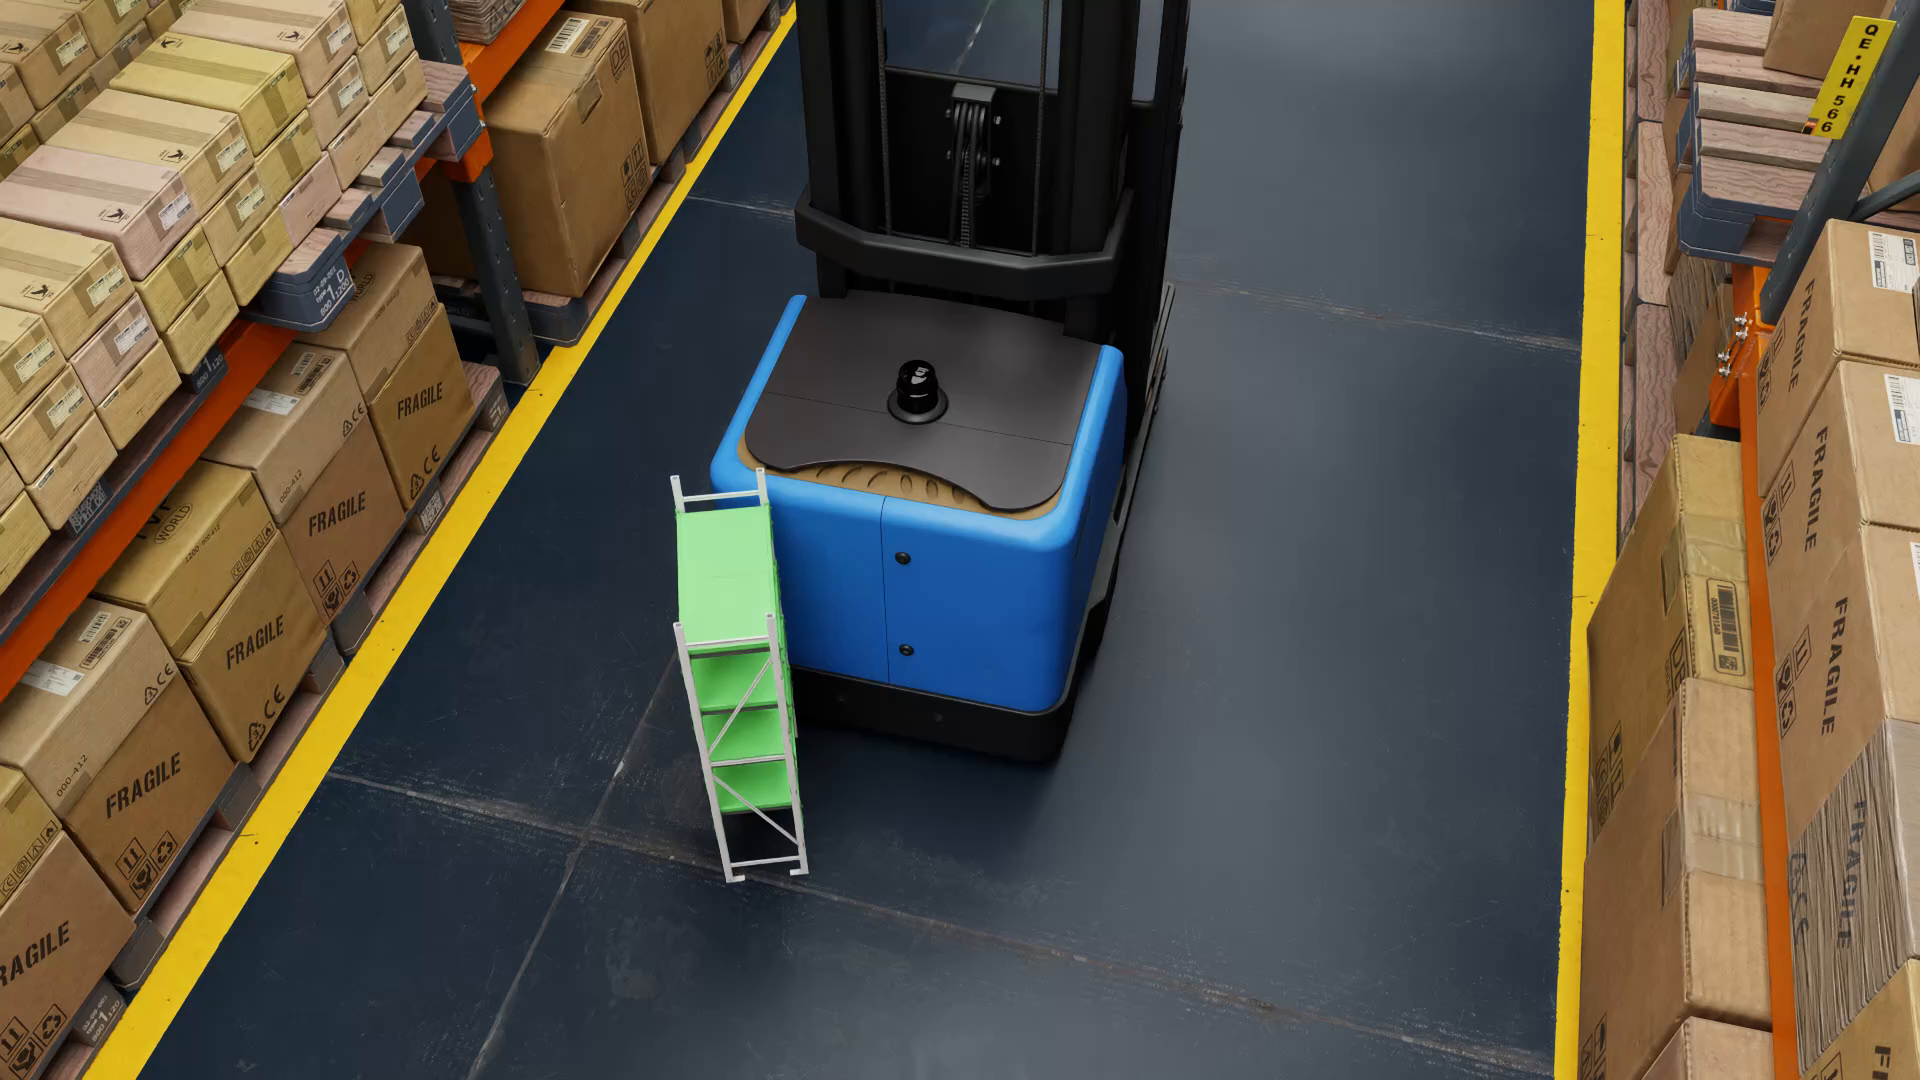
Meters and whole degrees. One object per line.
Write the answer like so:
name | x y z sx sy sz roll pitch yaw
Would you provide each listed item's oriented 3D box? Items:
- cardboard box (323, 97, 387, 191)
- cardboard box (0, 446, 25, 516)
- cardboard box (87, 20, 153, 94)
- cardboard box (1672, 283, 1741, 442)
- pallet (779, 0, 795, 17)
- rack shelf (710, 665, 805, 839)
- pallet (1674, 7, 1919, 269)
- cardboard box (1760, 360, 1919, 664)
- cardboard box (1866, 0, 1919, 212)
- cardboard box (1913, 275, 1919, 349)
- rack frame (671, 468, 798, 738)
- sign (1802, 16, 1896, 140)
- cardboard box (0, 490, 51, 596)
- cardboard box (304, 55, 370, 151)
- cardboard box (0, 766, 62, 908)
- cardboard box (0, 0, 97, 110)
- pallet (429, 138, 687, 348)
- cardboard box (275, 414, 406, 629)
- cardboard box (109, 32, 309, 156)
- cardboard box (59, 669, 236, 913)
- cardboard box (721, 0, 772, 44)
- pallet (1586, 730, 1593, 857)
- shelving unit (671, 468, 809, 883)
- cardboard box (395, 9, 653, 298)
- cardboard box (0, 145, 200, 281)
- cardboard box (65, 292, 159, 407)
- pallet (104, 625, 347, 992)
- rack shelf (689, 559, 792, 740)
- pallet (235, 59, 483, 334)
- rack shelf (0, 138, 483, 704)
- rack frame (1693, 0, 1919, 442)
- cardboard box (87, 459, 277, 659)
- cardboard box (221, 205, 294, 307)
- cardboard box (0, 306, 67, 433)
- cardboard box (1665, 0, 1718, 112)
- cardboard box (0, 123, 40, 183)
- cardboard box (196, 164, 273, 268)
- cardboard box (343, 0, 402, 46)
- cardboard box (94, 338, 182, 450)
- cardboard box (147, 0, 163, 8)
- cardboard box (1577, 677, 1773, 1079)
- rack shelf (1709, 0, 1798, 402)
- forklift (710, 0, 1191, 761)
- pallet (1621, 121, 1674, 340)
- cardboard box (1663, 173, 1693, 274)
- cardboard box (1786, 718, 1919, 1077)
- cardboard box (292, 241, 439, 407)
cardboard box | -1.843 -1.134 4.637 0.380 0.149 0.250 11 50 10
cardboard box | -2.255 -0.110 3.535 0.380 0.149 0.250 11 49 9
cardboard box | -2.480 -1.352 4.632 0.380 0.149 0.250 14 50 12
cardboard box | 2.826 -0.460 5.529 0.700 0.500 0.500 9 49 8
pallet | -1.167 -3.102 8.347 1.003 0.211 1.213 12 50 10
rack shelf | -0.596 0.609 4.818 0.258 0.148 0.480 -6 49 -5
pallet | 2.754 -1.126 4.871 1.213 0.211 1.003 12 50 10
cardboard box | 2.145 -0.014 3.695 0.500 0.500 0.500 10 49 9
cardboard box | 2.772 -1.223 4.482 0.500 0.500 0.500 6 49 5
cardboard box | 2.461 -0.492 3.448 0.797 0.503 0.637 13 50 11
rack frame | -0.627 0.226 4.750 0.240 1.200 0.015 -6 49 -5
sign | 2.143 -1.110 4.009 0.100 0.325 0.005 12 50 10
cardboard box | -2.257 -0.007 3.643 0.380 0.149 0.250 11 49 9
cardboard box | -1.849 -1.218 4.514 0.380 0.149 0.250 13 50 11
cardboard box | -2.555 0.761 3.965 0.500 0.250 0.500 13 50 11
cardboard box | -2.535 -1.290 4.378 0.380 0.149 0.250 11 50 10
pallet | -1.809 -1.337 6.789 1.003 0.211 1.213 12 50 10
cardboard box | -2.151 -0.114 5.237 0.500 0.500 0.500 13 50 12
cardboard box | -1.914 -1.142 4.248 0.380 0.149 0.250 13 50 11
cardboard box | -2.430 0.630 4.580 0.500 0.500 0.500 12 50 11
cardboard box | -1.371 -2.829 7.466 1.050 0.750 0.750 12 50 10
pallet | 2.389 0.825 4.881 1.003 0.211 1.213 12 50 10
shelving unit | -0.596 0.408 4.590 0.258 1.200 0.503 -6 49 -5
cardboard box | -1.843 -1.522 6.313 1.050 0.750 0.750 11 49 10
cardboard box | -2.049 -0.775 3.924 0.380 0.149 0.250 12 50 10
cardboard box | -2.118 -0.478 3.860 0.380 0.149 0.250 13 50 11
pallet | -2.620 0.663 5.024 1.003 0.211 1.213 12 50 10
rack shelf | -0.596 0.291 4.458 0.258 0.148 0.480 -6 49 -5
pallet | -2.174 -1.105 4.852 1.213 0.211 1.003 12 50 10
rack shelf | -2.616 -0.020 4.247 1.077 0.370 4.000 12 50 10
rack frame | 2.669 -0.653 4.325 1.000 3.000 0.127 12 50 10
cardboard box | -2.288 0.014 4.624 0.500 0.250 0.500 13 50 11
cardboard box | -1.980 -0.768 4.315 0.380 0.149 0.250 11 49 10
cardboard box | -2.188 -0.389 3.584 0.380 0.149 0.250 13 50 11
cardboard box | 3.396 -2.083 6.962 0.700 0.500 0.500 11 50 10
cardboard box | -2.613 -0.976 4.300 0.380 0.149 0.250 12 50 10
cardboard box | -1.982 -0.847 4.186 0.380 0.149 0.250 12 50 10
cardboard box | -1.776 -1.512 4.575 0.380 0.149 0.250 10 49 9
cardboard box | -2.119 -0.386 3.978 0.380 0.149 0.250 13 50 11
cardboard box | -2.399 -1.658 4.703 0.380 0.149 0.250 12 50 10
cardboard box | 2.225 1.050 3.960 1.225 0.875 0.875 12 50 10
rack shelf | 3.195 -1.861 5.872 1.077 0.370 4.000 12 50 10
forklift | 0.152 -1.428 5.056 1.130 2.935 3.031 11 49 9
pallet | 3.199 -1.175 6.646 1.003 0.211 1.213 12 50 10
cardboard box | 3.102 -1.275 6.248 0.700 0.500 0.500 15 50 13
cardboard box | 1.880 0.718 3.049 0.500 0.500 0.500 12 50 10
cardboard box | -2.017 -0.718 5.270 0.500 0.250 0.500 11 49 9
